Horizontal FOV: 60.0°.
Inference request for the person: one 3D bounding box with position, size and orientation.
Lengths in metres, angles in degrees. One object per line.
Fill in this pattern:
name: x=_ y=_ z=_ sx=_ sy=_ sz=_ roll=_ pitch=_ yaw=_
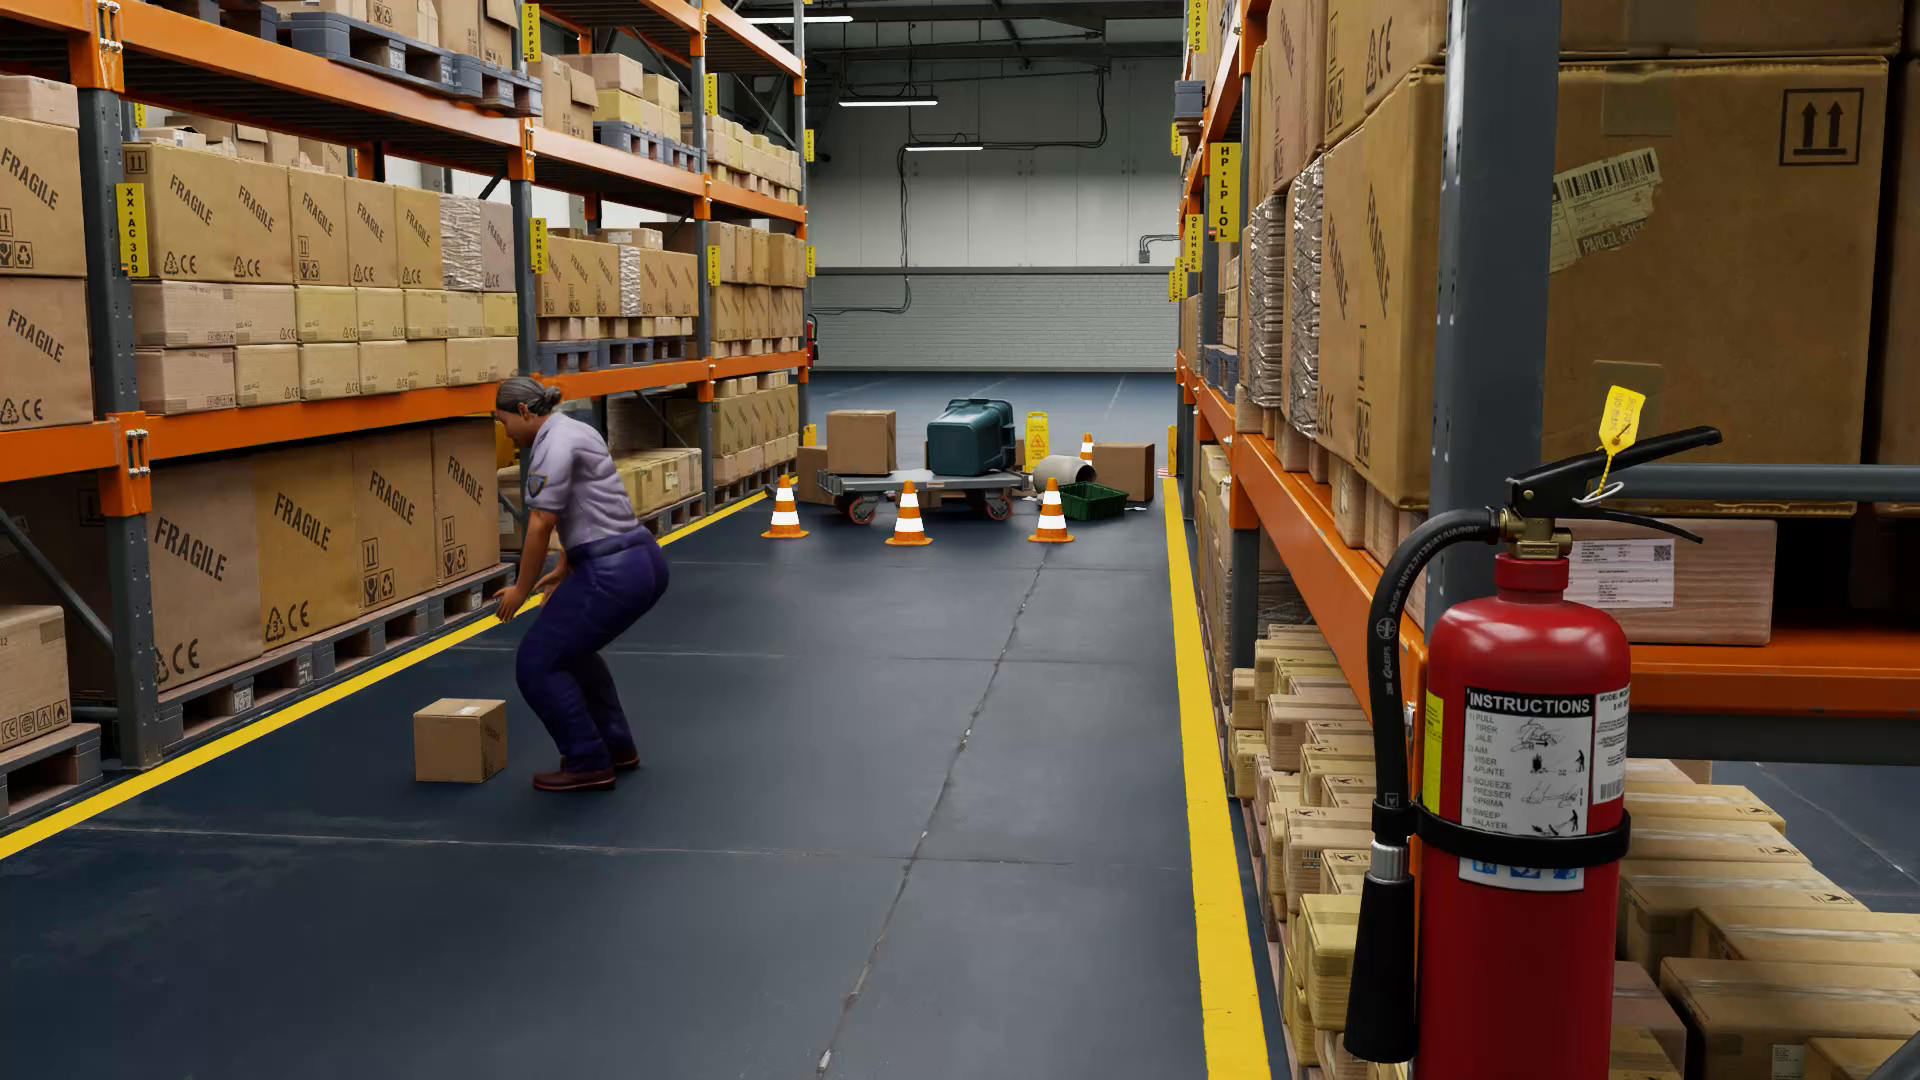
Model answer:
person: x=-1.358 y=0.152 z=5.950 sx=0.572 sy=1.469 sz=0.528 roll=1 pitch=8 yaw=7
